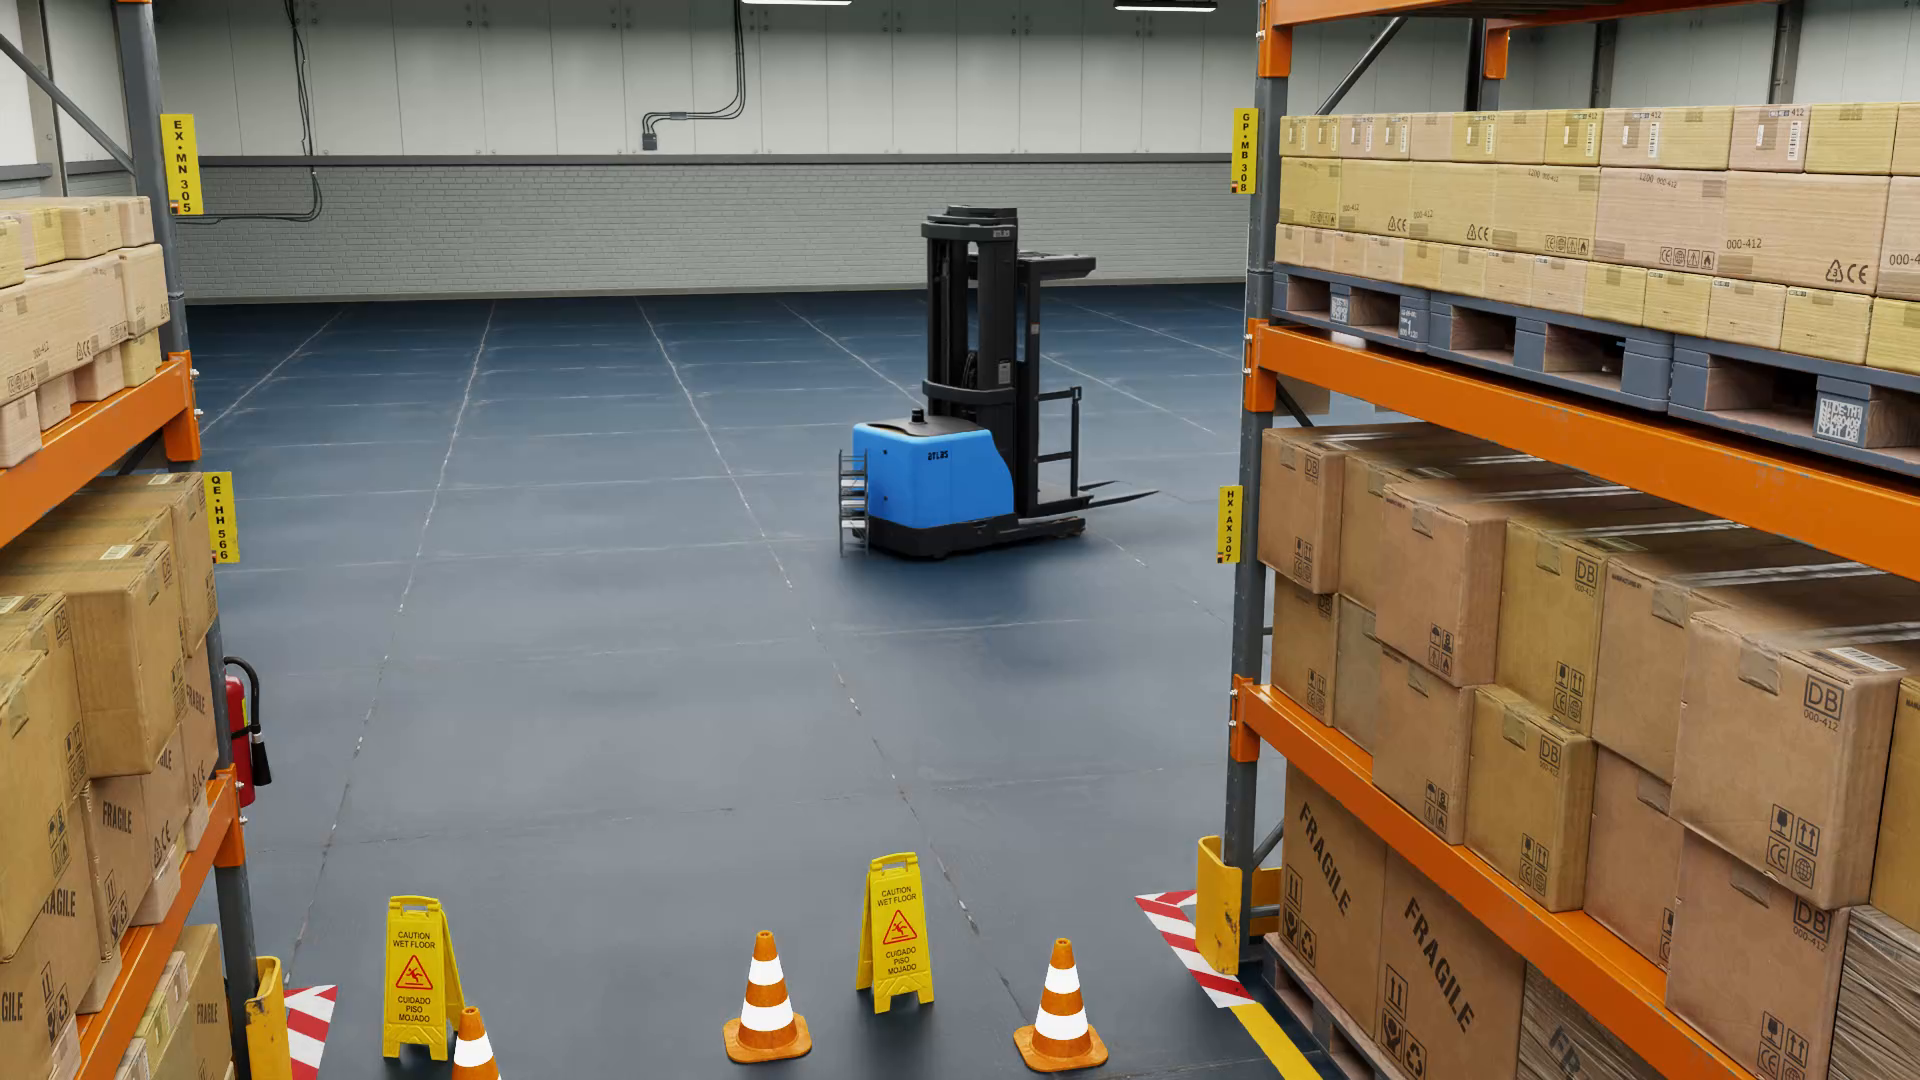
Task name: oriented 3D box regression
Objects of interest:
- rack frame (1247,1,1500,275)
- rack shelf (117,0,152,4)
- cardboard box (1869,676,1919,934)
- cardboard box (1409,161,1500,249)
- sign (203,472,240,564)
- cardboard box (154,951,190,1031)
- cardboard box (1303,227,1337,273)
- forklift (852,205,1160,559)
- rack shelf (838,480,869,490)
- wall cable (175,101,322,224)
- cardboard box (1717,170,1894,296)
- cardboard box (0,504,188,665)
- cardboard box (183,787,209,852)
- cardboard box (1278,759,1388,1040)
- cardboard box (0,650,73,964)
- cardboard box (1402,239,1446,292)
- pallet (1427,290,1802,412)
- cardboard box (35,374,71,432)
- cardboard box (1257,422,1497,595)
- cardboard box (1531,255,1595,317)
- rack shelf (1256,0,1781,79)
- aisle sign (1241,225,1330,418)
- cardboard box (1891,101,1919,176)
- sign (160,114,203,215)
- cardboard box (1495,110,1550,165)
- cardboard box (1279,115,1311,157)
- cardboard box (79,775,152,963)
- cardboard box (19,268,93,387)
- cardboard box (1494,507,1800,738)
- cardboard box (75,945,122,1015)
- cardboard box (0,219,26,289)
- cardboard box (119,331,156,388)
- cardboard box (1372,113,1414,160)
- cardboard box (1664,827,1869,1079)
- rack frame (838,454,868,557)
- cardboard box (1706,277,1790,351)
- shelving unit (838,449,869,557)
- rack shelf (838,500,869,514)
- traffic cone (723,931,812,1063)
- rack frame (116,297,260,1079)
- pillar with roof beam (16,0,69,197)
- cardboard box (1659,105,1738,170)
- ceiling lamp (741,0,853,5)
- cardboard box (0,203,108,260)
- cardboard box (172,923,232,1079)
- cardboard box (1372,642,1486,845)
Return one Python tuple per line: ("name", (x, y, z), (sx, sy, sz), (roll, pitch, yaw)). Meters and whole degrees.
("rack frame", (1.656, -2.548, 6.397), (1.000, 3.000, 0.127), (-3, 14, -13))
("rack shelf", (-2.662, -1.437, 3.369), (1.077, 0.370, 4.000), (-3, 14, -13))
("cardboard box", (2.542, 0.604, 3.542), (0.875, 0.550, 0.550), (-3, 14, -13))
("cardboard box", (1.760, -1.056, 5.204), (0.500, 0.250, 0.500), (-3, 14, -14))
("sign", (-2.587, -0.077, 5.817), (0.100, 0.325, 0.005), (-3, 14, -13))
("cardboard box", (-2.539, 1.369, 4.966), (0.380, 0.149, 0.250), (-3, 14, -12))
("cardboard box", (1.486, -1.066, 6.083), (0.380, 0.149, 0.250), (-3, 14, -13))
("forklift", (0.517, -1.524, 14.988), (3.031, 2.935, 1.130), (-10, 17, -37))
("rack shelf", (-0.915, -0.461, 14.301), (0.258, 0.077, 0.200), (0, 14, -1))
("wall cable", (-15.120, -7.926, 34.953), (3.097, 2.526, 0.112), (-3, 14, -13))
("cardboard box", (2.112, -0.709, 3.780), (0.500, 0.250, 0.500), (-3, 14, -13))
("cardboard box", (-2.688, 0.209, 4.806), (0.700, 0.500, 0.500), (-3, 14, -13))
("cardboard box", (-2.669, 0.914, 5.395), (0.380, 0.149, 0.250), (-3, 14, -14))
("cardboard box", (1.880, 1.347, 6.686), (0.875, 0.875, 0.875), (-3, 14, -13))
("cardboard box", (-2.275, 0.559, 3.374), (0.700, 0.500, 0.500), (-4, 14, -14))
("cardboard box", (1.663, -0.892, 5.370), (0.380, 0.149, 0.250), (-3, 14, -13))
("pallet", (2.131, -0.596, 4.911), (1.003, 0.211, 1.213), (-3, 14, -13))
("cardboard box", (-2.557, -0.367, 4.320), (0.380, 0.149, 0.250), (-3, 14, -14))
("cardboard box", (1.706, -0.144, 6.603), (0.875, 0.550, 0.550), (-3, 14, -13))
("cardboard box", (1.840, -0.717, 4.656), (0.380, 0.149, 0.250), (-3, 14, -13))
("rack shelf", (2.126, -1.543, 4.641), (1.077, 0.370, 4.000), (-3, 14, -13))
("aisle sign", (1.348, -0.896, 6.799), (0.394, 0.787, 0.004), (-3, 14, -13))
("cardboard box", (2.141, -0.811, 3.361), (0.380, 0.149, 0.250), (-3, 14, -13))
("sign", (-2.587, -1.248, 5.531), (0.100, 0.325, 0.005), (-3, 14, -13))
("cardboard box", (1.783, -1.162, 4.796), (0.380, 0.149, 0.250), (-3, 14, -12))
("cardboard box", (1.425, -1.514, 6.238), (0.380, 0.149, 0.250), (-3, 14, -13))
("cardboard box", (-2.509, 0.813, 4.440), (0.500, 0.500, 0.500), (-3, 14, -13))
("cardboard box", (-2.506, -0.525, 4.125), (0.500, 0.250, 0.500), (-3, 14, -12))
("cardboard box", (2.175, 0.230, 5.075), (0.875, 0.550, 0.500), (-3, 14, -13))
("cardboard box", (-2.467, 1.153, 4.418), (0.380, 0.149, 0.250), (-3, 14, -14))
("cardboard box", (-2.372, -0.644, 3.771), (0.380, 0.149, 0.250), (-3, 14, -12))
("cardboard box", (-2.686, -0.548, 5.057), (0.380, 0.149, 0.250), (-3, 14, -13))
("cardboard box", (1.602, -1.339, 5.521), (0.380, 0.149, 0.250), (-3, 14, -13))
("cardboard box", (2.346, 1.006, 4.174), (0.875, 0.550, 0.550), (-3, 14, -13))
("rack frame", (-0.914, -0.295, 14.237), (0.240, 0.900, 0.006), (0, 14, -1))
("cardboard box", (2.018, -0.542, 3.938), (0.380, 0.149, 0.250), (-3, 14, -13))
("shelving unit", (-0.915, -0.319, 14.336), (0.258, 0.900, 0.210), (0, 14, -1))
("rack shelf", (-0.915, -0.286, 14.344), (0.258, 0.077, 0.200), (0, 14, -1))
("traffic cone", (-0.778, 1.785, 6.648), (0.336, 0.463, 0.334), (-3, 14, -13))
("rack frame", (-3.132, 0.665, 5.884), (1.000, 3.000, 0.127), (-3, 14, -13))
("pillar with roof beam", (-10.120, -7.537, 26.817), (9.100, 9.000, 0.400), (-3, 14, -13))
("cardboard box", (1.961, -0.987, 4.078), (0.380, 0.149, 0.250), (-3, 14, -13))
("ceiling lamp", (-3.006, -11.302, 29.929), (2.000, 3.185, 0.800), (-3, 14, -13))
("cardboard box", (-2.664, -0.876, 4.722), (0.380, 0.149, 0.250), (-3, 14, -14))
("cardboard box", (-2.690, 1.603, 5.374), (0.500, 0.500, 0.500), (-3, 14, -13))
("cardboard box", (1.947, 0.638, 5.679), (0.875, 0.550, 0.550), (-3, 14, -13))
